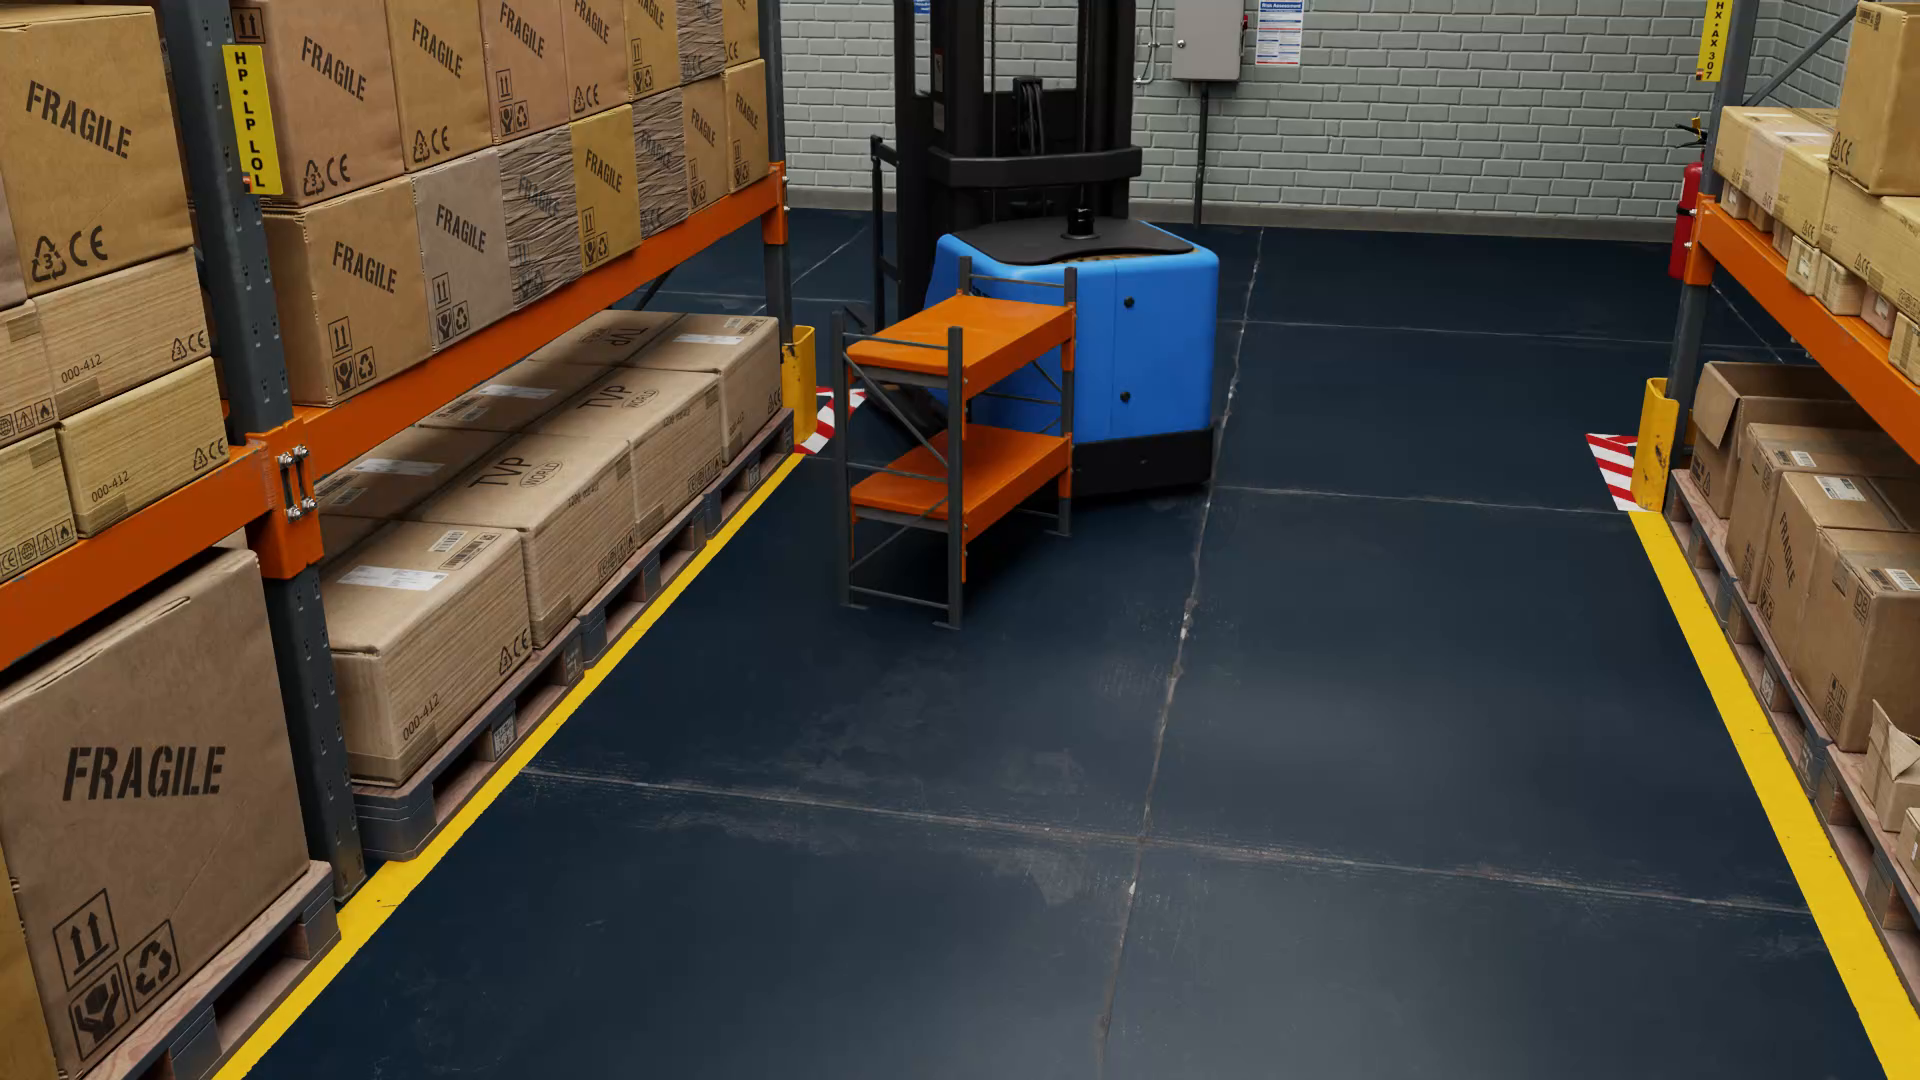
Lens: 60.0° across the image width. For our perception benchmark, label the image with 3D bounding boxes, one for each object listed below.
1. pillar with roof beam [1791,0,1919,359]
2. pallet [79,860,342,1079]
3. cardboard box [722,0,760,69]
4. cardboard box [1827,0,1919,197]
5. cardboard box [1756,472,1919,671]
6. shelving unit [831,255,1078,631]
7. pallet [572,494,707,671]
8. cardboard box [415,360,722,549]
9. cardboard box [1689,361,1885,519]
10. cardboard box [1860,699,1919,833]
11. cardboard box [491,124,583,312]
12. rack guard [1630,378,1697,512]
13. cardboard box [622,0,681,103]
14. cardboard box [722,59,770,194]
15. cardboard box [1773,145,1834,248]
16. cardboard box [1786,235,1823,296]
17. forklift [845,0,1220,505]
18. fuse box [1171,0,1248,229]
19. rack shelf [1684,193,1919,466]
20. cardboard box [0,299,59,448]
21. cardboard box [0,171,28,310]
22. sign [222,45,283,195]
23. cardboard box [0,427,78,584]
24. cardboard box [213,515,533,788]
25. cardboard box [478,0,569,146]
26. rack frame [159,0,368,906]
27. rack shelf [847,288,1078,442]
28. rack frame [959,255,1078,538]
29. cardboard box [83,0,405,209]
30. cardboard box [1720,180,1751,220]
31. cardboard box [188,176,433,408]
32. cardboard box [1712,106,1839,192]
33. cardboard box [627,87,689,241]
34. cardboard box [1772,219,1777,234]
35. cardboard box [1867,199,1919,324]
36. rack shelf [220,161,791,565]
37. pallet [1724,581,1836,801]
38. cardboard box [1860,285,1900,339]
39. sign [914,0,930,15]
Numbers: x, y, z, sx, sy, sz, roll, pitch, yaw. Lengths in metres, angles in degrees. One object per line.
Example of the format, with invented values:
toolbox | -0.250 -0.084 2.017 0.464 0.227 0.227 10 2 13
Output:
pillar with roof beam | 0.773 -5.591 8.691 9.100 9.000 0.400 4 22 11
pallet | -2.205 1.105 3.828 1.003 0.211 1.213 4 22 11
cardboard box | -1.170 -2.255 6.966 0.500 0.500 0.500 5 23 13
cardboard box | 2.893 -1.285 4.828 0.500 0.500 0.500 5 22 12
cardboard box | 2.919 0.114 5.340 0.500 0.500 0.500 5 22 12
shelving unit | 0.003 -0.407 6.359 0.538 1.125 1.048 10 24 24
pallet | -1.642 0.097 6.330 1.003 0.211 1.213 4 22 11
cardboard box | -1.520 -0.362 6.604 0.875 0.438 0.875 5 22 12
cardboard box | 3.338 -0.383 6.569 0.797 0.503 0.637 4 22 9
cardboard box | 2.638 0.617 4.404 0.396 0.266 0.258 5 23 13
cardboard box | -1.554 -1.040 5.287 0.500 0.500 0.500 5 22 11
rack guard | 3.540 -0.375 7.117 1.175 0.500 0.348 4 22 11
cardboard box | -1.352 -1.881 6.038 0.500 0.500 0.500 4 22 11
cardboard box | -1.144 -1.790 7.148 0.500 0.500 0.500 5 22 11
cardboard box | 2.996 -1.116 5.411 0.500 0.250 0.500 4 22 10
cardboard box | 2.908 -0.880 5.359 0.380 0.149 0.250 4 22 9
forklift | 0.148 -2.027 7.963 1.130 2.935 3.031 -7 23 -18
fuse box | 1.850 -3.193 12.490 0.539 1.711 0.414 4 22 11
rack shelf | 3.147 -0.498 5.037 1.077 0.370 4.000 4 22 11
cardboard box | -2.068 -0.276 3.055 0.500 0.250 0.500 5 22 12
cardboard box | -2.065 -0.615 2.892 0.500 0.500 0.500 5 22 12
sign | -1.588 -0.939 3.727 0.100 0.325 0.005 4 22 11
cardboard box | -2.071 -0.038 3.133 0.500 0.250 0.500 4 22 10
cardboard box | -1.888 0.295 4.972 0.875 0.438 0.875 4 22 10
cardboard box | -1.562 -1.513 5.124 0.500 0.500 0.500 5 22 12
rack frame | -2.121 -0.477 4.022 1.000 3.000 0.127 4 22 11
rack shelf | 0.003 -0.679 6.249 0.538 0.278 1.000 10 24 24
rack frame | 0.227 -0.577 6.782 0.500 1.125 0.032 10 24 24
cardboard box | -1.787 -1.143 4.204 0.500 0.500 0.500 5 22 11
cardboard box | 3.220 -1.347 6.519 0.380 0.149 0.250 4 22 11
cardboard box | -1.769 -0.675 4.380 0.500 0.500 0.500 5 23 13
cardboard box | 3.199 -1.486 6.330 0.500 0.250 0.500 5 22 11
cardboard box | -1.357 -1.418 6.226 0.500 0.500 0.500 5 22 12
cardboard box | 3.193 -1.152 6.034 0.380 0.149 0.250 4 22 10
cardboard box | 2.807 -0.739 4.475 0.500 0.250 0.500 4 22 11
rack shelf | -1.713 -0.875 5.973 1.077 0.370 4.000 4 22 11
pallet | 3.127 0.495 5.342 1.003 0.211 1.213 4 22 11
cardboard box | 2.889 -0.682 4.868 0.380 0.149 0.250 4 22 11
sign | -0.212 -4.155 12.794 0.327 0.218 0.001 4 22 11
